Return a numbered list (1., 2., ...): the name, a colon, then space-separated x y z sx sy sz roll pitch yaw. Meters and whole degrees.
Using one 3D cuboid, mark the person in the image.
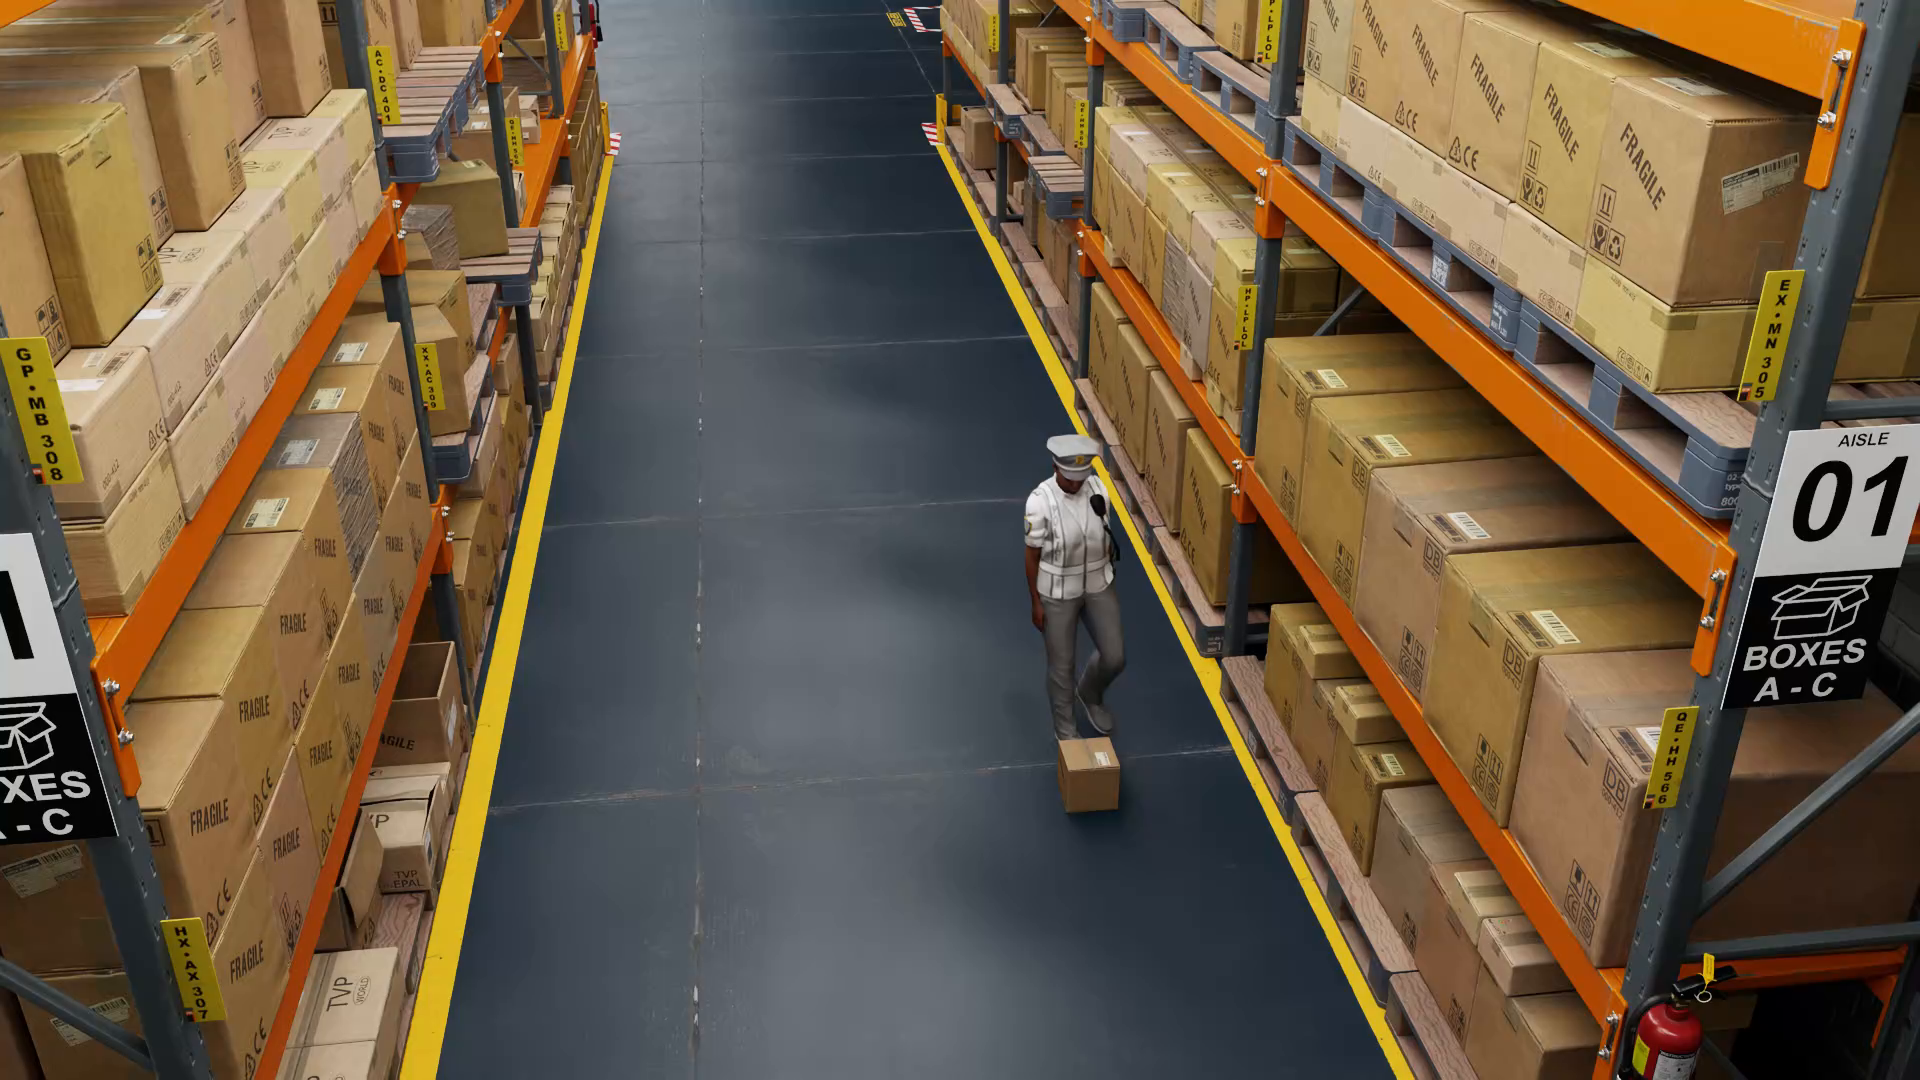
1. person: 0.574 0.286 8.045 0.495 1.682 0.472 -10 29 -18
